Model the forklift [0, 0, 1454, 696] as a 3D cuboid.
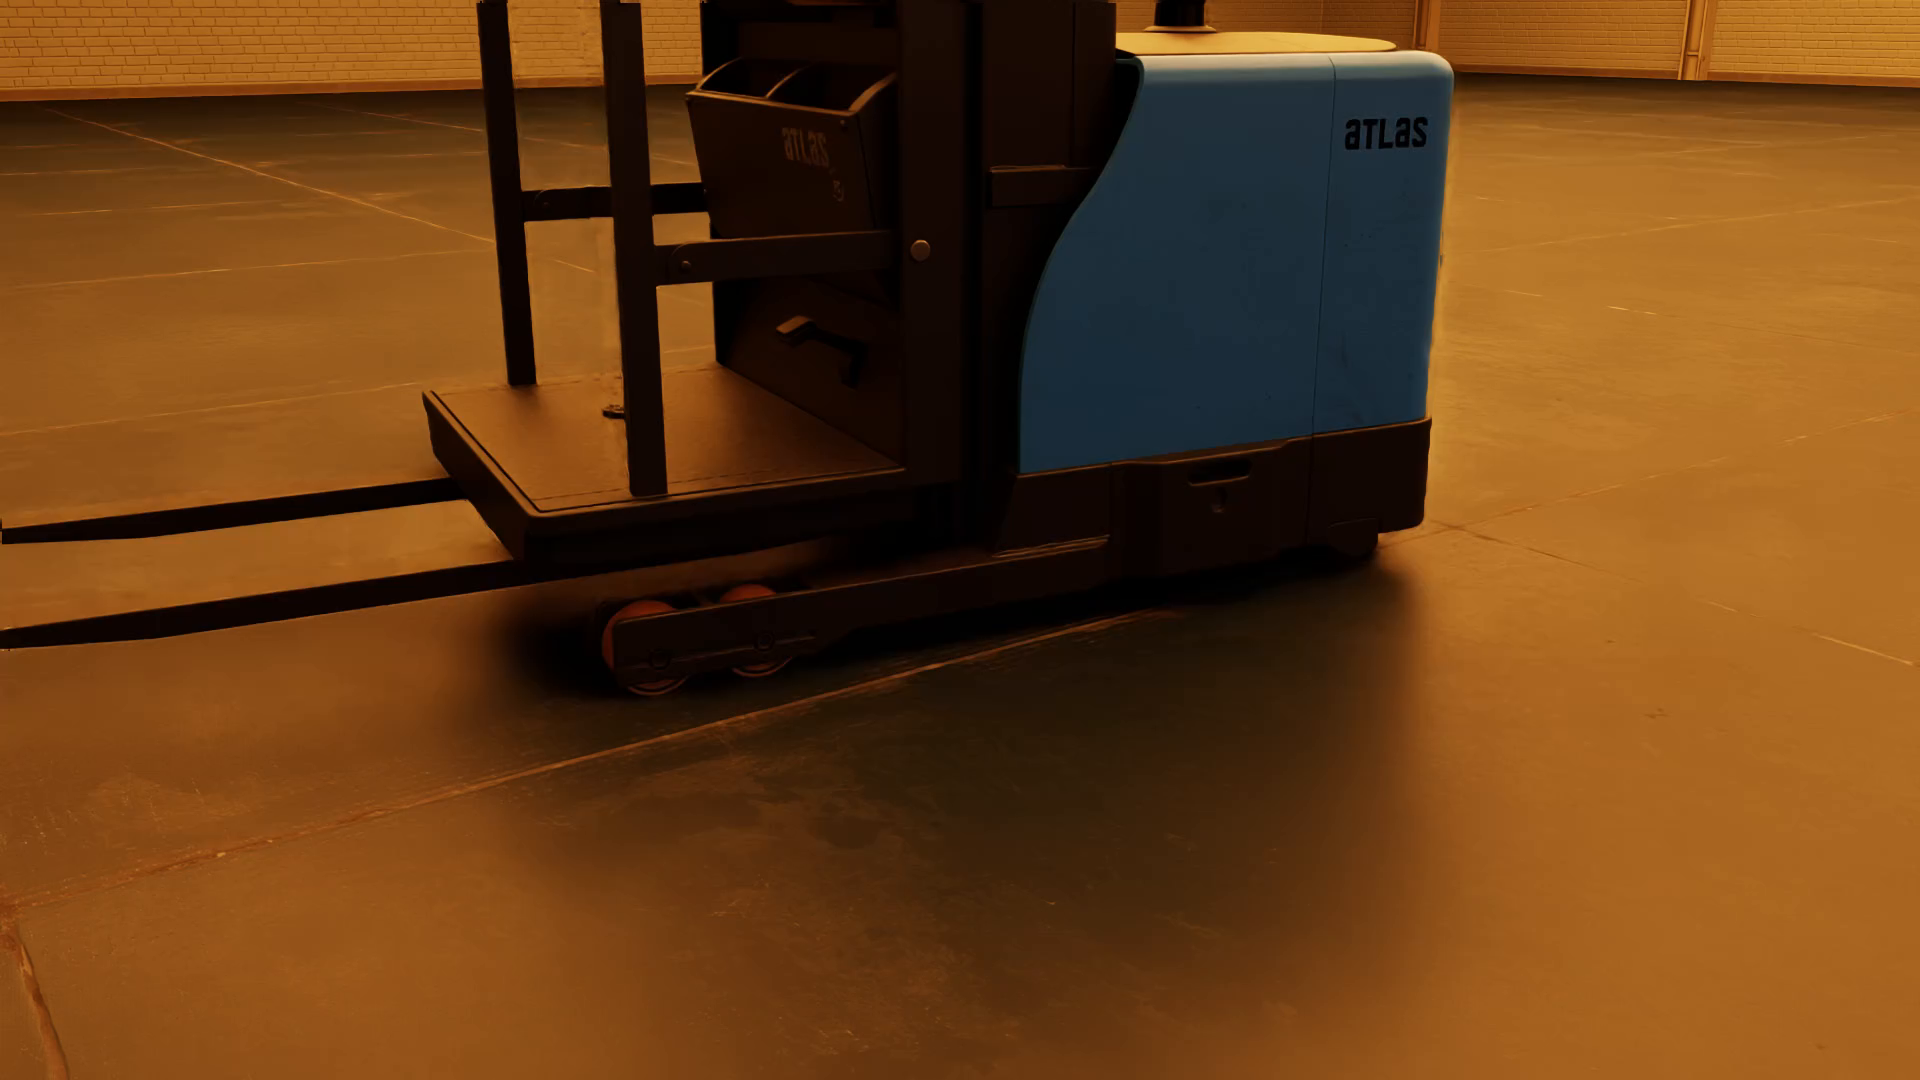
[{"bbox_3d":[-0.520,-1.303,3.066,3.031,2.935,1.130,-9,20,-25],"label":"forklift"}]
